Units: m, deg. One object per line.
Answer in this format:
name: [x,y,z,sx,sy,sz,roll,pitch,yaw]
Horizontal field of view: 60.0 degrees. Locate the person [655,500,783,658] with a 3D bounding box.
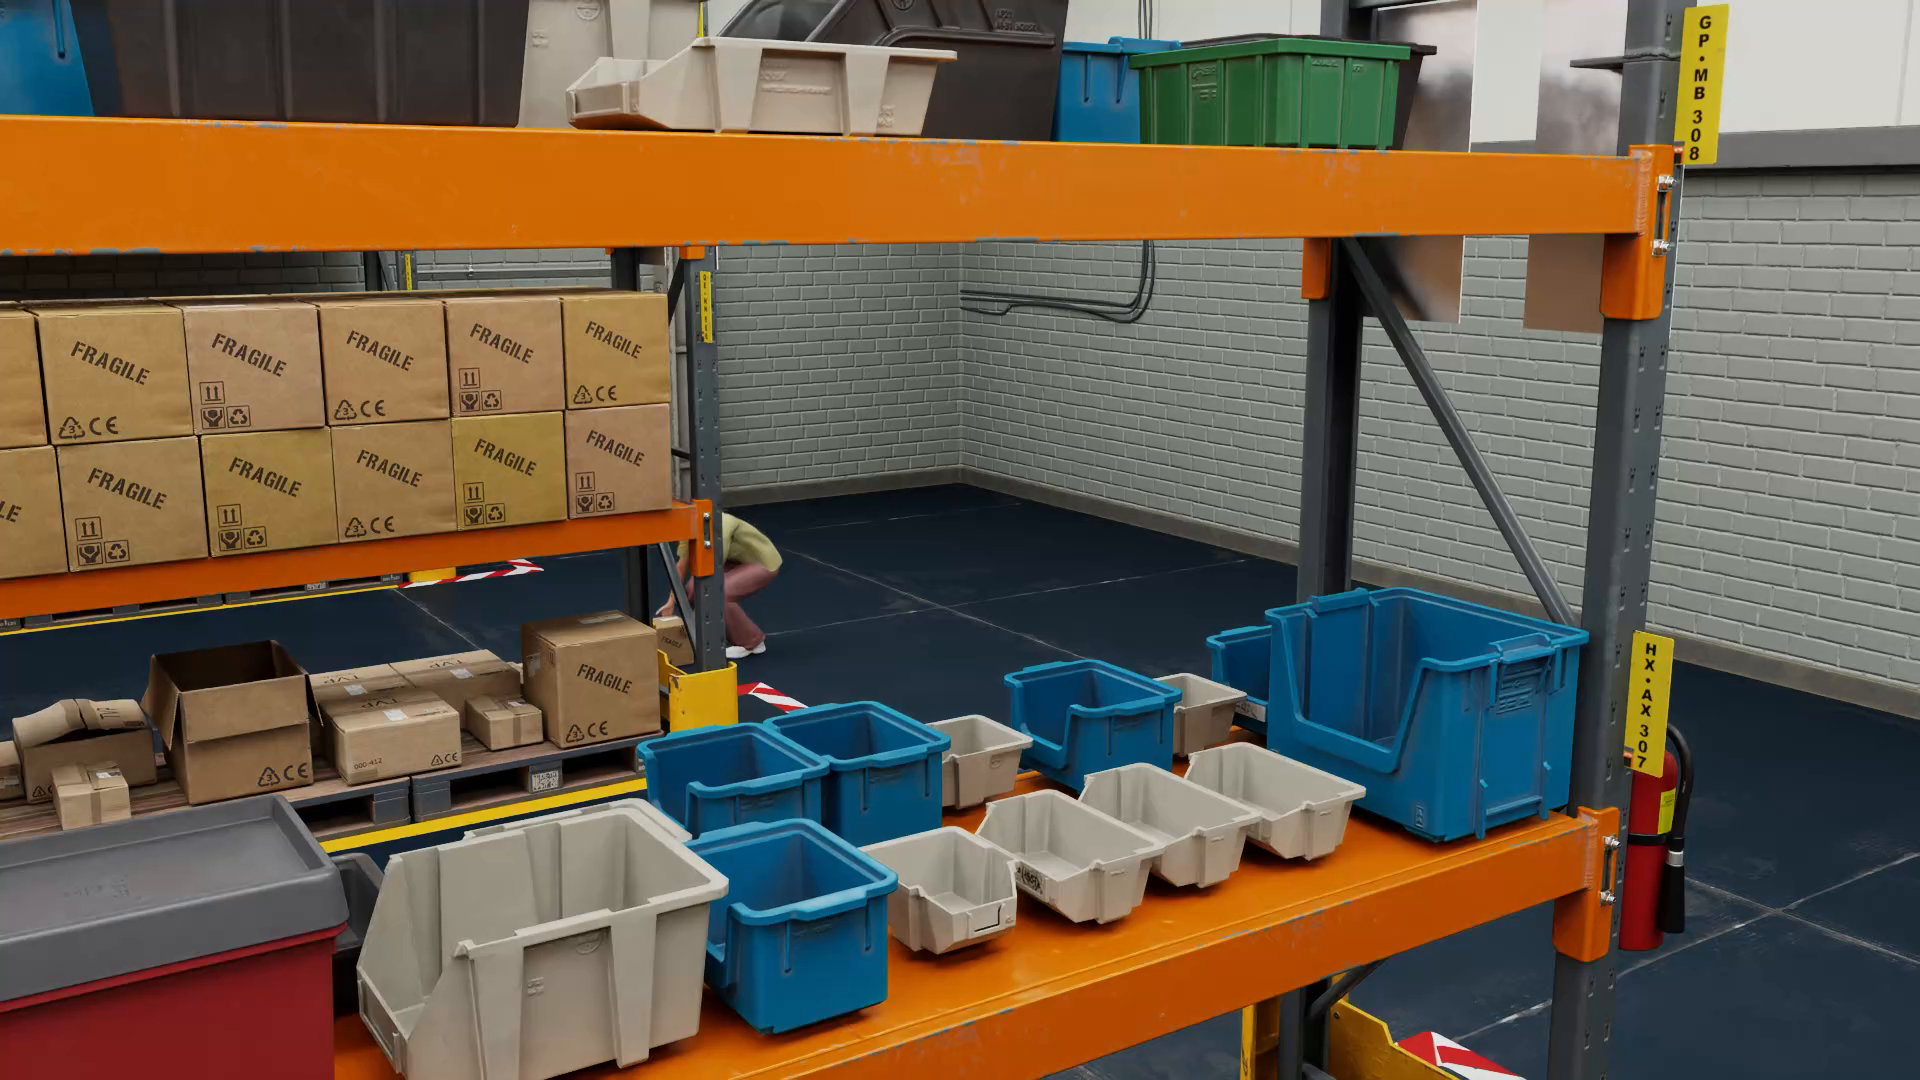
person: [-1.449,0.215,10.101,0.782,0.998,0.494,-7,14,-33]
